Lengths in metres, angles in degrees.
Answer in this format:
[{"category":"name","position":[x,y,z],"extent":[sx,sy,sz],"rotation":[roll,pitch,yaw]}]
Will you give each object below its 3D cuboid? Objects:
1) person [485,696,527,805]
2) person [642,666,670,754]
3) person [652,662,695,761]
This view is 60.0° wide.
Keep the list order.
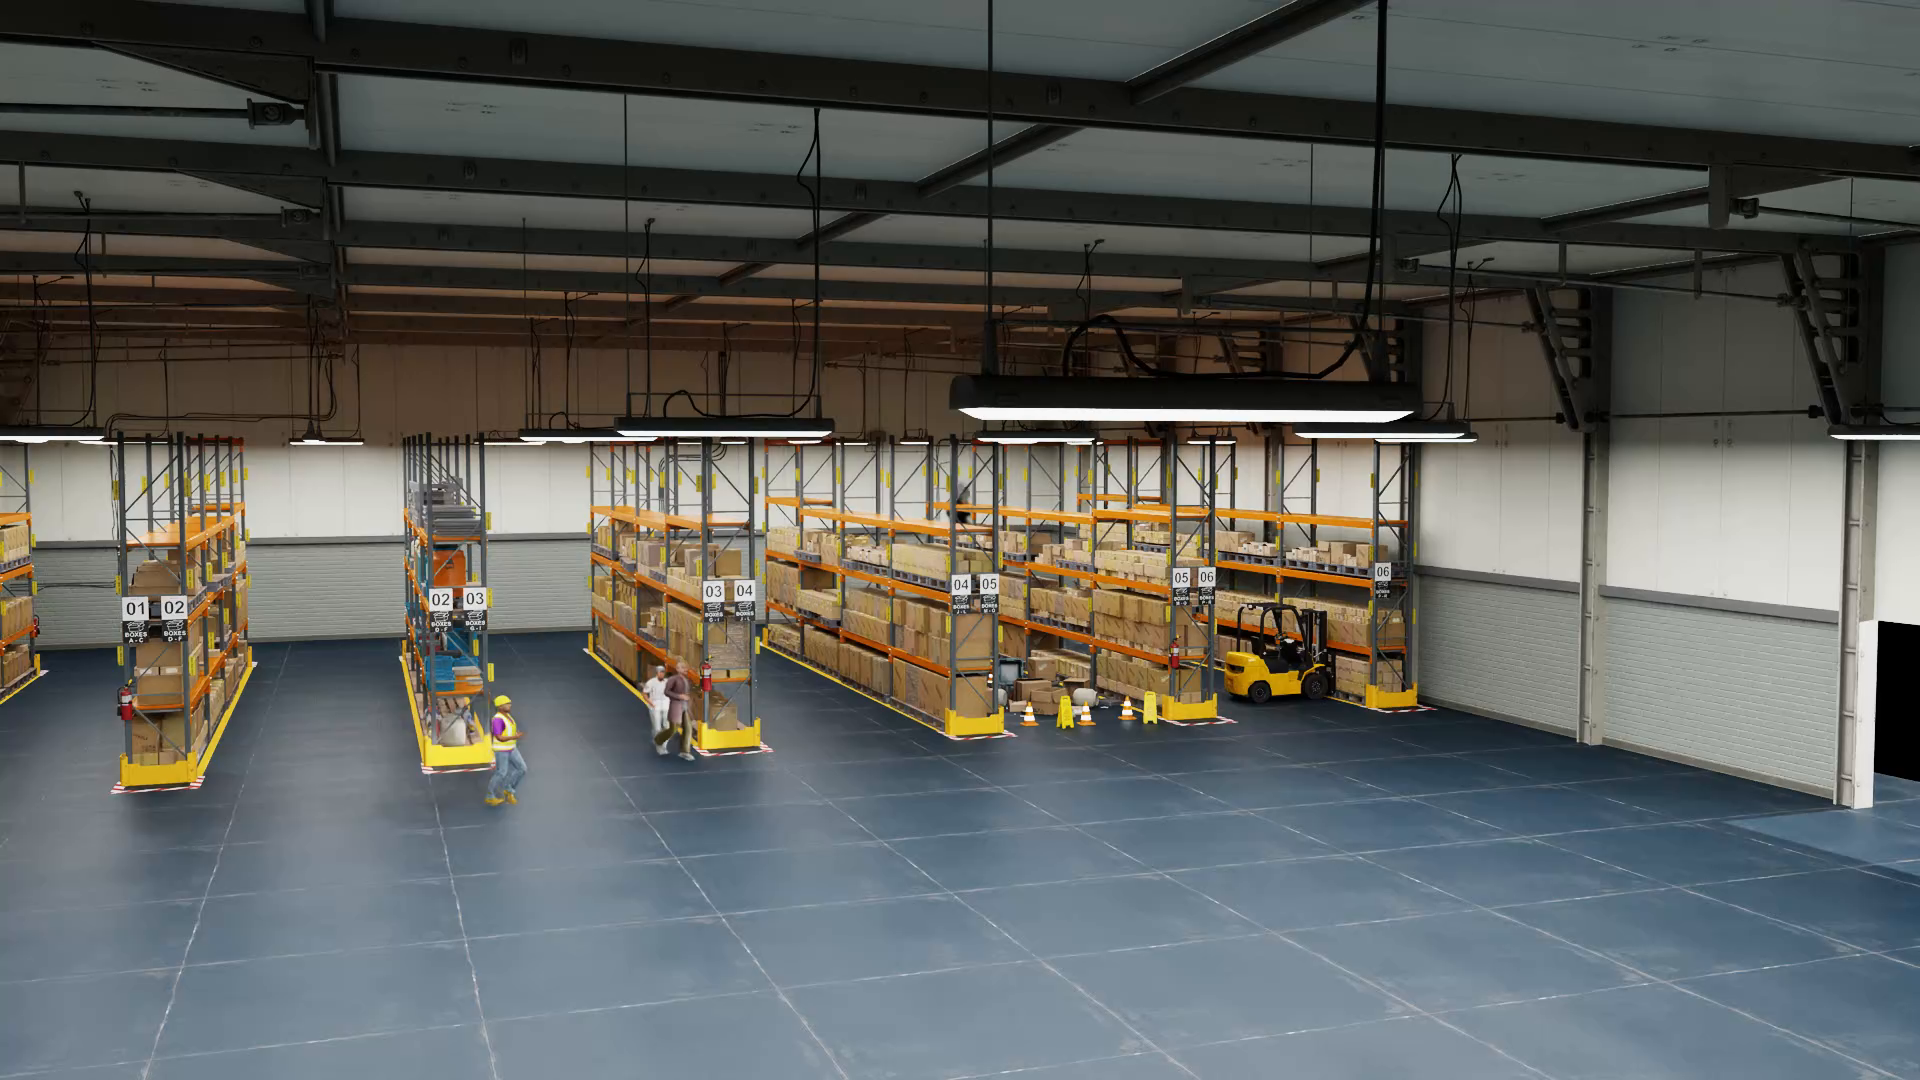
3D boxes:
[{"category":"person","position":[-7.244,3.369,26.559],"extent":[0.711,1.784,0.671],"rotation":[1,3,10]},{"category":"person","position":[-5.659,3.186,31.341],"extent":[0.641,1.648,0.599],"rotation":[-1,3,-21]},{"category":"person","position":[-5.207,3.140,30.704],"extent":[0.952,1.788,0.719],"rotation":[2,4,34]}]
